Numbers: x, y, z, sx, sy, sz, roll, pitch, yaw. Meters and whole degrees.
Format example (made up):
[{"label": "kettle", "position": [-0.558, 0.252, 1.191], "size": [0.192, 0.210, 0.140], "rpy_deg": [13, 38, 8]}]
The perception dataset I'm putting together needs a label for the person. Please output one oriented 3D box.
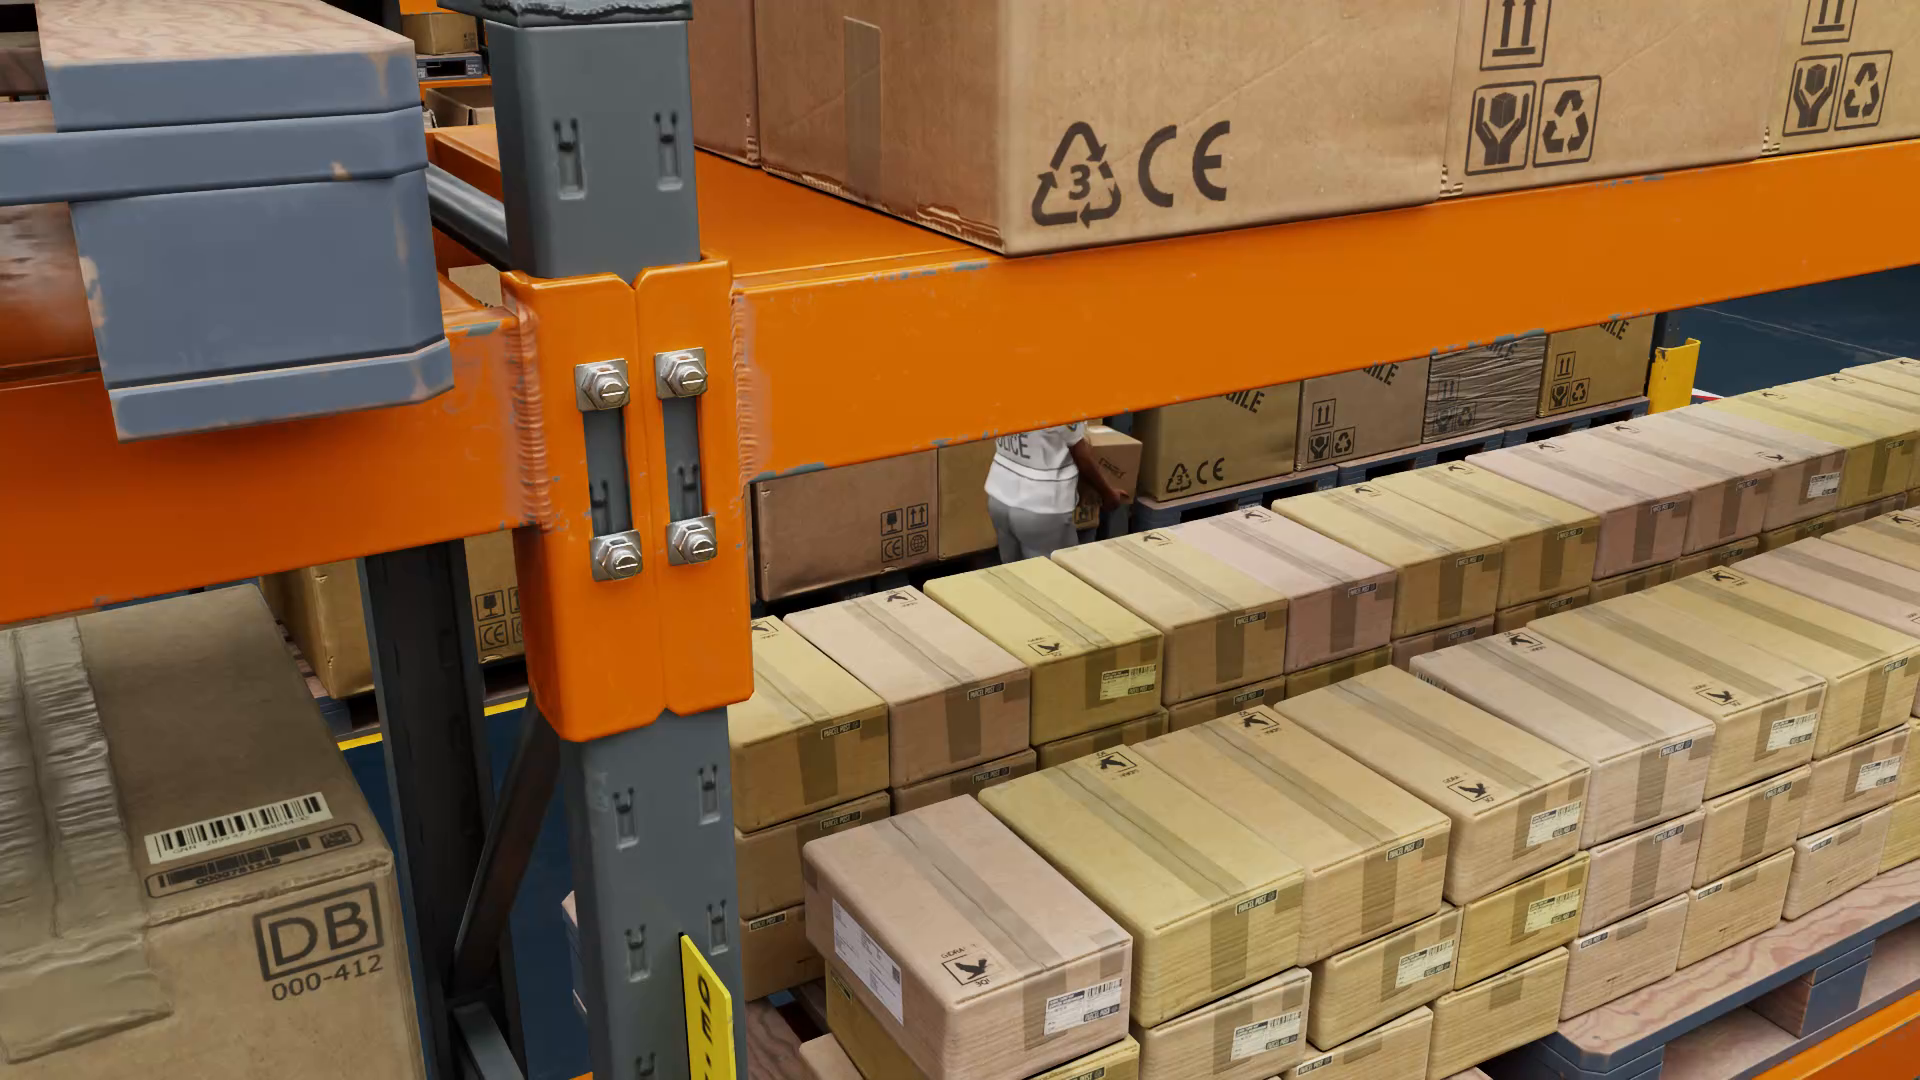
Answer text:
[{"label": "person", "position": [0.358, -0.145, 6.423], "size": [0.523, 1.691, 0.423], "rpy_deg": [-13, 25, -29]}]
